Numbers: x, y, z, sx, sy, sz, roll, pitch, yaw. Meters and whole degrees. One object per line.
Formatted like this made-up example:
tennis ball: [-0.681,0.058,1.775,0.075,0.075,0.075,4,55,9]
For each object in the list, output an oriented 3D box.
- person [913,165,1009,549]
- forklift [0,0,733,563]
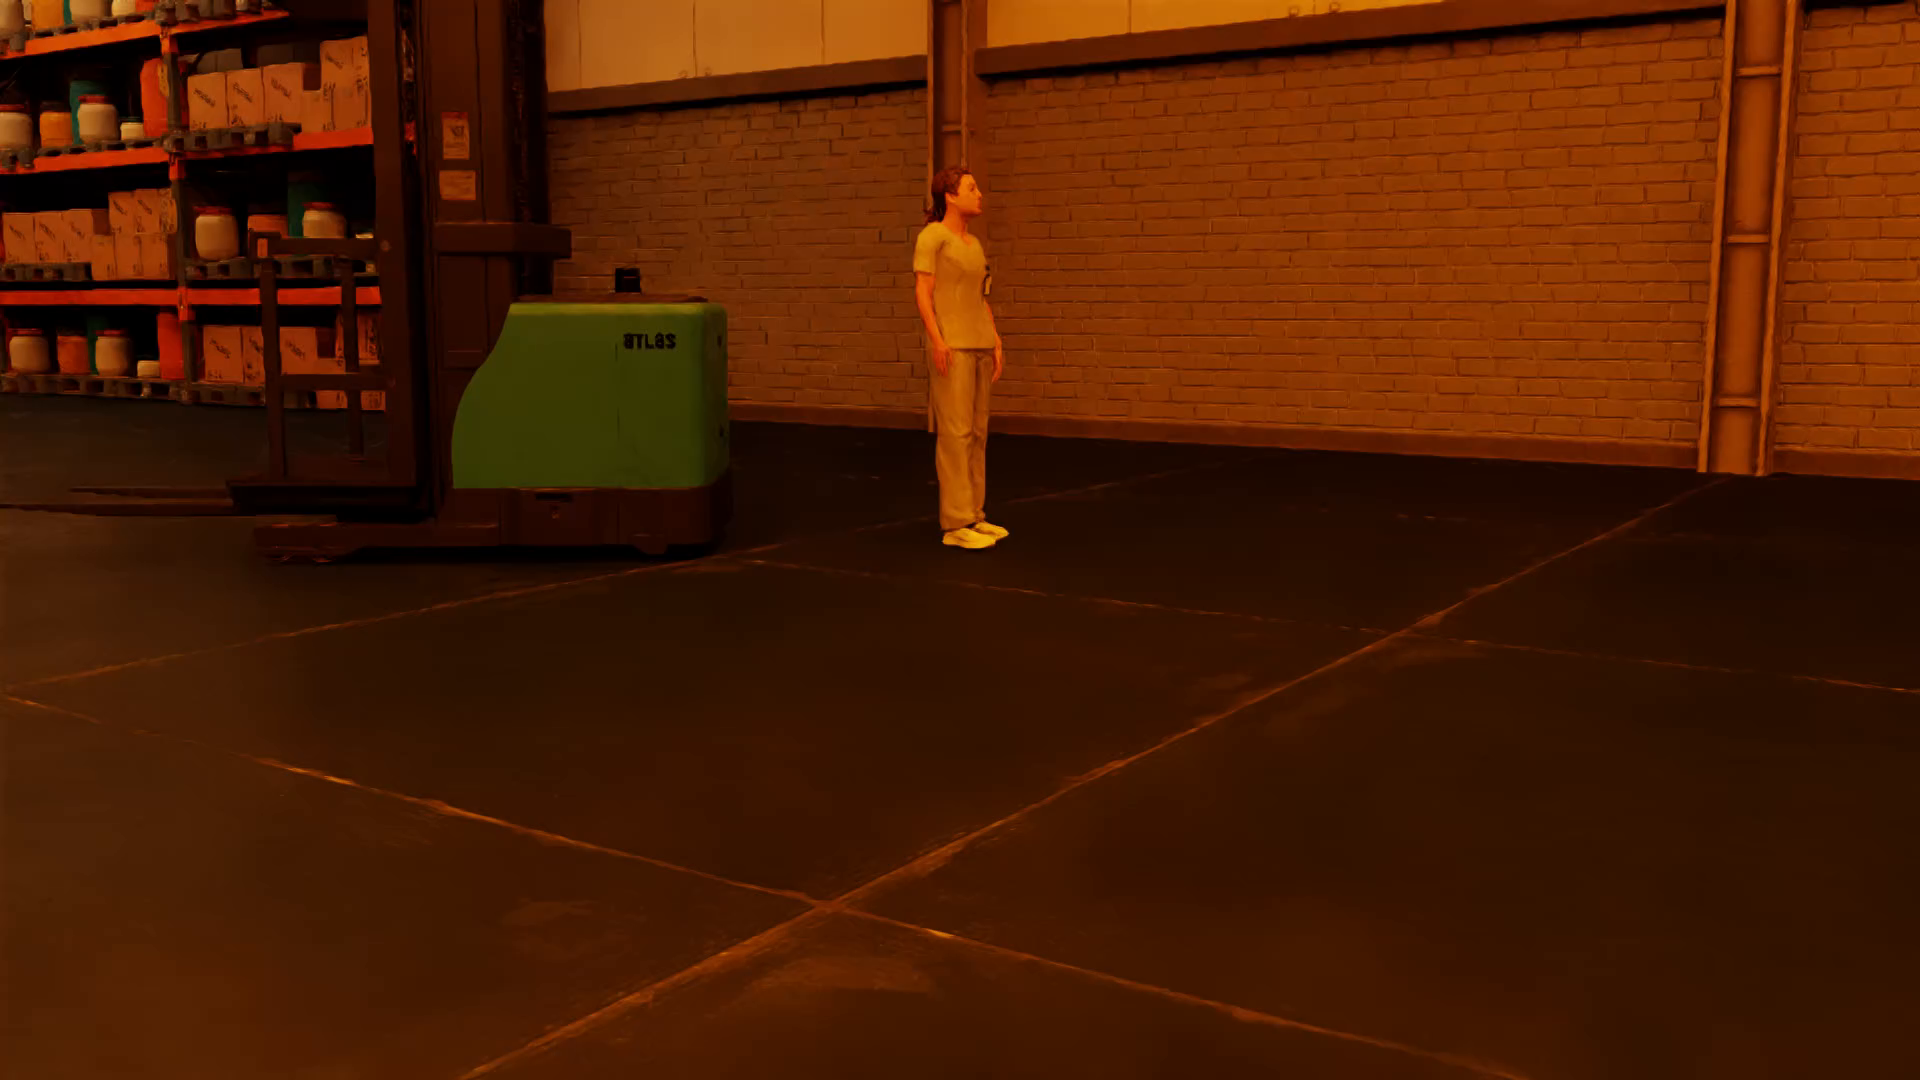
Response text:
person: [0.063,-0.818,7.428,0.526,1.652,0.550,5,10,34]
forklift: [-2.579,-1.430,7.246,3.031,2.935,1.130,0,8,-2]
